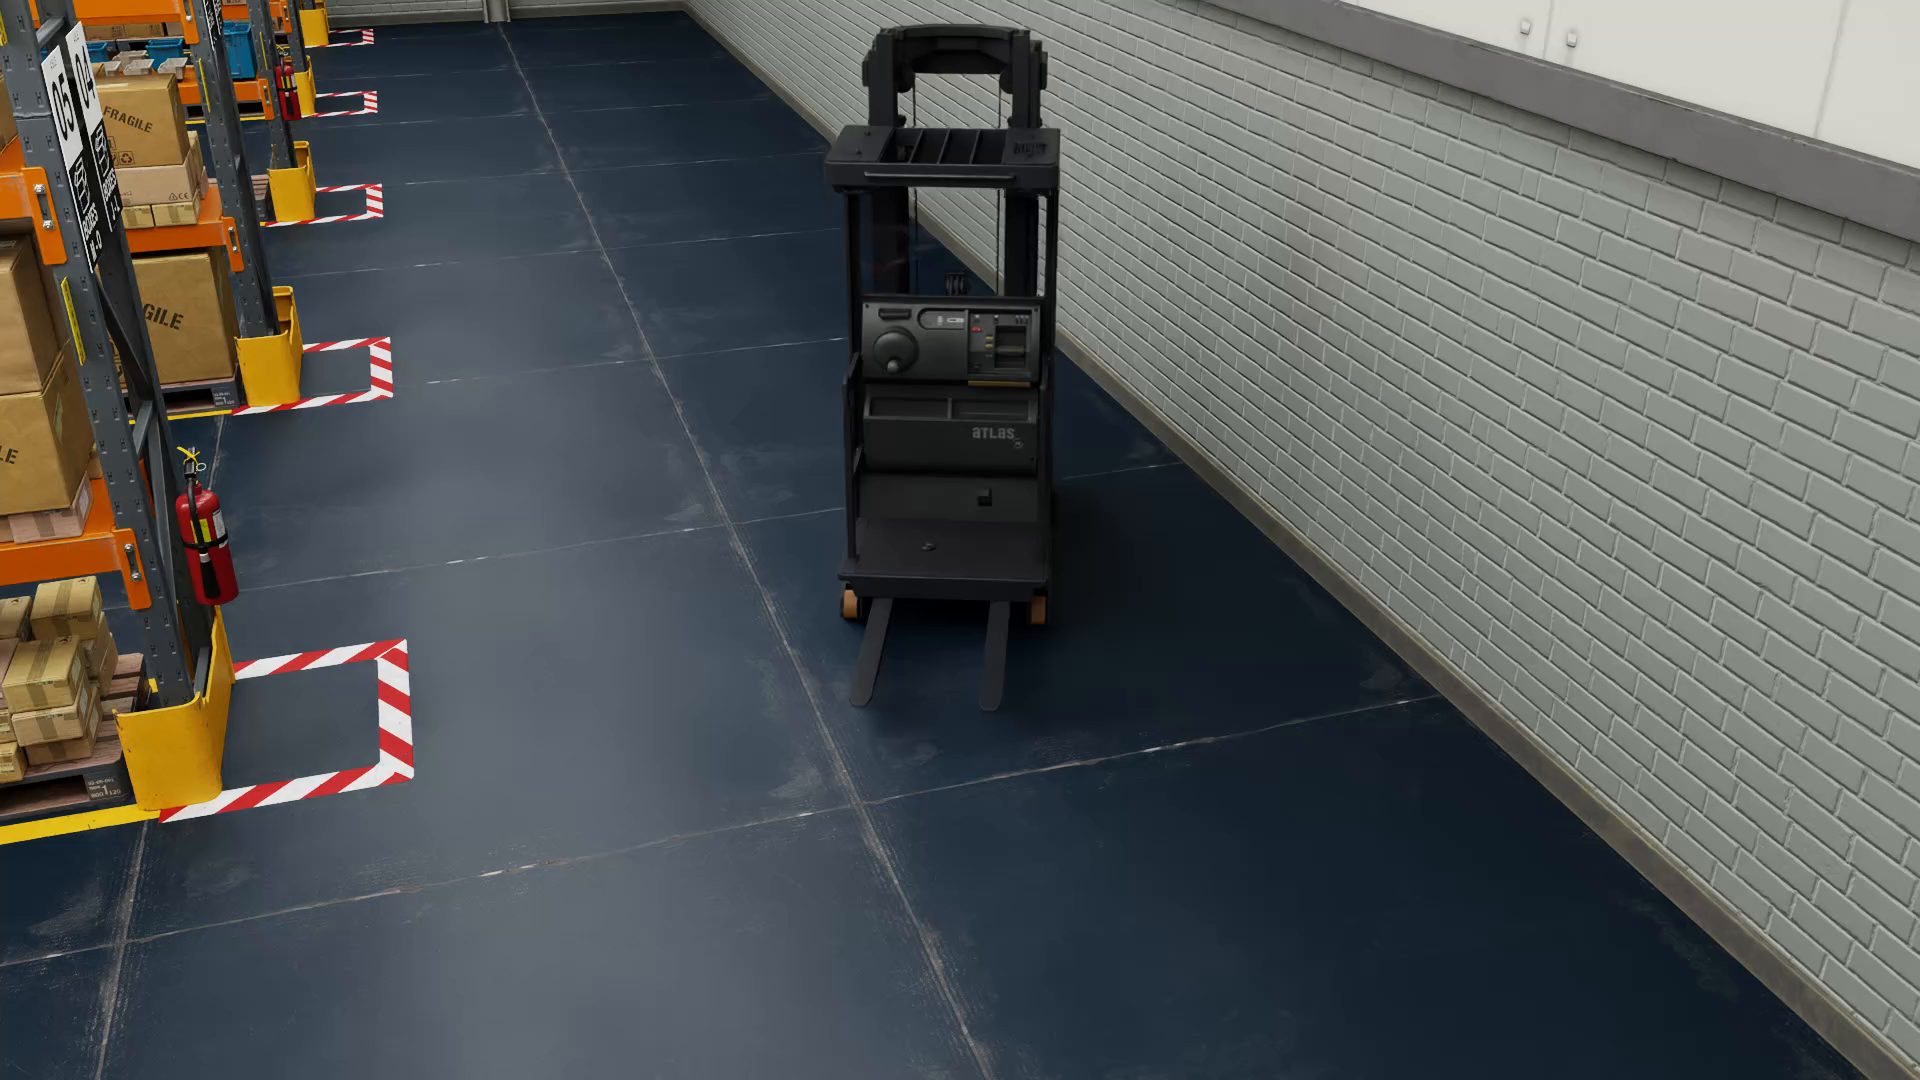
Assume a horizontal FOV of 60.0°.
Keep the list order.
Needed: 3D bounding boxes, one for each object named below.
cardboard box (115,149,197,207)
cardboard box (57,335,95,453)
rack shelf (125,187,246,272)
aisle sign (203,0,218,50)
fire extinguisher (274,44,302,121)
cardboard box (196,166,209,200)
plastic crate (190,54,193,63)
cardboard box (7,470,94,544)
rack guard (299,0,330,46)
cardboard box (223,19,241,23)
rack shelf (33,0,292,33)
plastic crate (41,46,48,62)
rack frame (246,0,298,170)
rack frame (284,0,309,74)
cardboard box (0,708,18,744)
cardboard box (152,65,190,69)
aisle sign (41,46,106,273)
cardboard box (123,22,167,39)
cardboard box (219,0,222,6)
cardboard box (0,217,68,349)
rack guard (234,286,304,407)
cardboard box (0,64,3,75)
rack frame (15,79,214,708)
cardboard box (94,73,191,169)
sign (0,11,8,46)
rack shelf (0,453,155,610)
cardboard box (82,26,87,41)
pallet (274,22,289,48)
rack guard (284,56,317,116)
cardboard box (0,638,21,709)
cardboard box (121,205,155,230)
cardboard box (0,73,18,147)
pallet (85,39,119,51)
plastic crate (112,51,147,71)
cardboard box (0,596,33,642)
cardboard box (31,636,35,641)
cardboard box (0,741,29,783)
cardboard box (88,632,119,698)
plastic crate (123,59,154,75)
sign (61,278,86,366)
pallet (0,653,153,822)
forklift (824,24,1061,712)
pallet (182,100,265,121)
[{"bbox_3d":[-5.390,-2.417,11.079,0.500,0.250,0.500,-9,28,-17],"label":"cardboard box"},{"bbox_3d":[-4.084,-0.652,7.243,0.500,0.500,0.500,-7,27,-14],"label":"cardboard box"},{"bbox_3d":[-6.913,-1.932,11.078,4.000,0.370,1.077,-8,28,-16],"label":"rack shelf"},{"bbox_3d":[-4.850,-3.577,10.659,0.004,0.787,0.394,-8,28,-16],"label":"aisle sign"},{"bbox_3d":[-6.261,-4.251,15.446,0.183,0.674,0.296,-8,28,-16],"label":"fire extinguisher"},{"bbox_3d":[-5.451,-2.508,11.711,0.250,0.149,0.380,-8,27,-16],"label":"cardboard box"},{"bbox_3d":[-7.212,-4.629,15.930,0.298,0.136,0.250,-8,28,-16],"label":"plastic crate"},{"bbox_3d":[-3.794,-0.142,6.945,0.250,0.149,0.380,-8,28,-16],"label":"cardboard box"},{"bbox_3d":[-9.590,-7.696,24.691,0.348,0.500,1.175,-8,28,-16],"label":"rack guard"},{"bbox_3d":[-10.723,-7.674,24.173,0.500,0.500,0.700,-8,28,-16],"label":"cardboard box"},{"bbox_3d":[-9.977,-6.121,19.516,4.000,0.370,1.077,-8,28,-16],"label":"rack shelf"},{"bbox_3d":[-8.419,-4.458,15.478,0.300,0.233,0.416,-8,28,-16],"label":"plastic crate"},{"bbox_3d":[-6.545,-4.624,15.691,0.127,3.000,1.000,-8,28,-16],"label":"rack frame"},{"bbox_3d":[-8.076,-6.719,19.910,0.127,3.000,1.000,-8,28,-16],"label":"rack frame"},{"bbox_3d":[-4.250,0.743,7.279,0.250,0.149,0.380,-9,28,-17],"label":"cardboard box"},{"bbox_3d":[-9.631,-5.592,20.237,0.500,0.250,0.500,-8,28,-16],"label":"cardboard box"},{"bbox_3d":[-3.409,-1.466,6.407,0.004,0.787,0.394,-8,28,-16],"label":"aisle sign"},{"bbox_3d":[-11.706,-7.528,23.878,0.500,0.500,0.700,-8,27,-15],"label":"cardboard box"},{"bbox_3d":[-8.909,-6.514,19.385,0.500,0.500,0.500,-8,28,-16],"label":"cardboard box"},{"bbox_3d":[-4.081,-1.095,7.011,0.500,0.500,0.500,-8,28,-16],"label":"cardboard box"},{"bbox_3d":[-4.988,-1.414,12.035,0.348,0.500,1.175,-8,28,-16],"label":"rack guard"},{"bbox_3d":[-4.079,-1.967,6.572,0.500,0.250,0.500,-8,27,-15],"label":"cardboard box"},{"bbox_3d":[-3.571,-0.419,7.220,0.127,3.000,1.000,-8,28,-16],"label":"rack frame"},{"bbox_3d":[-5.393,-2.754,10.914,0.500,0.500,0.500,-8,27,-15],"label":"cardboard box"},{"bbox_3d":[-3.419,-1.922,5.878,0.005,0.325,0.100,-8,28,-16],"label":"sign"},{"bbox_3d":[-5.473,0.179,6.826,4.000,0.370,1.077,-8,28,-16],"label":"rack shelf"},{"bbox_3d":[-12.674,-7.390,23.601,0.500,0.500,0.700,-8,27,-15],"label":"cardboard box"},{"bbox_3d":[-10.349,-7.421,24.460,1.213,0.211,1.003,-8,28,-16],"label":"pallet"},{"bbox_3d":[-8.148,-5.589,20.445,0.348,0.500,1.175,-8,28,-16],"label":"rack guard"},{"bbox_3d":[-4.253,0.594,7.245,0.250,0.149,0.380,-8,27,-15],"label":"cardboard box"},{"bbox_3d":[-5.495,-2.193,11.076,0.250,0.149,0.380,-8,27,-16],"label":"cardboard box"},{"bbox_3d":[-4.077,-1.741,6.680,0.500,0.250,0.500,-7,27,-14],"label":"cardboard box"},{"bbox_3d":[-12.669,-7.085,23.783,1.213,0.211,1.003,-8,28,-16],"label":"pallet"},{"bbox_3d":[-7.857,-4.535,15.741,0.298,0.136,0.250,-8,28,-16],"label":"plastic crate"},{"bbox_3d":[-4.400,0.421,7.594,0.250,0.149,0.380,-8,27,-15],"label":"cardboard box"},{"bbox_3d":[-4.427,0.514,7.740,0.250,0.149,0.380,-8,28,-16],"label":"cardboard box"},{"bbox_3d":[-4.221,0.909,7.280,0.250,0.149,0.380,-7,27,-15],"label":"cardboard box"},{"bbox_3d":[-4.169,0.607,7.888,0.250,0.149,0.380,-8,27,-15],"label":"cardboard box"},{"bbox_3d":[-7.544,-4.310,15.288,0.243,0.136,0.396,-8,28,-16],"label":"plastic crate"},{"bbox_3d":[-3.419,-0.842,6.414,0.005,0.325,0.100,-8,28,-16],"label":"sign"},{"bbox_3d":[-4.427,0.938,7.624,1.213,0.211,1.003,-8,28,-16],"label":"pallet"},{"bbox_3d":[-0.059,-1.008,8.484,1.130,2.935,3.031,2,26,4],"label":"forklift"},{"bbox_3d":[-8.906,-5.349,20.288,1.213,0.211,1.003,-8,28,-16],"label":"pallet"}]
